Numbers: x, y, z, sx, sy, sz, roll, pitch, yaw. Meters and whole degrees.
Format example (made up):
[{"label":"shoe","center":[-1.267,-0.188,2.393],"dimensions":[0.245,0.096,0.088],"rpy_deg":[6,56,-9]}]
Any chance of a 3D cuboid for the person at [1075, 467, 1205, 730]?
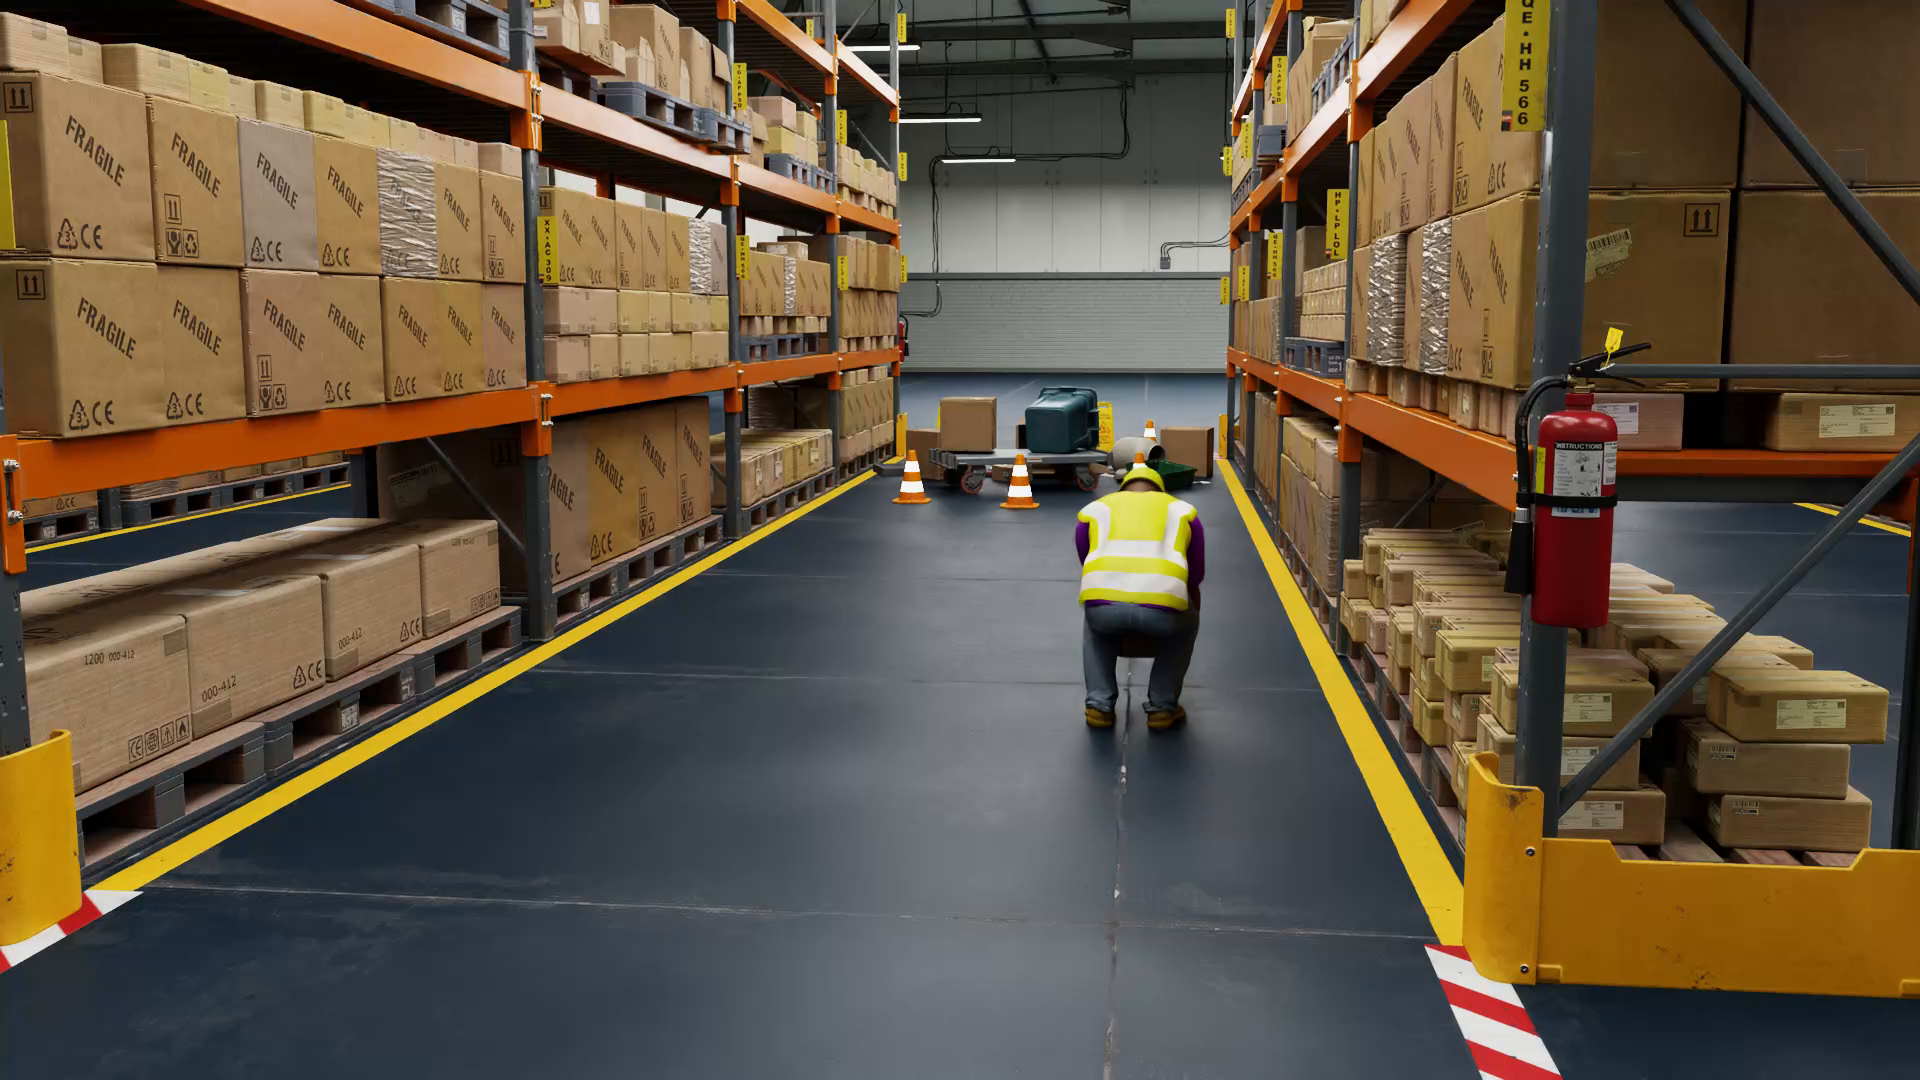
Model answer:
[{"label":"person","center":[0.723,0.231,6.864],"dimensions":[0.535,1.011,0.916],"rpy_deg":[2,8,14]}]
